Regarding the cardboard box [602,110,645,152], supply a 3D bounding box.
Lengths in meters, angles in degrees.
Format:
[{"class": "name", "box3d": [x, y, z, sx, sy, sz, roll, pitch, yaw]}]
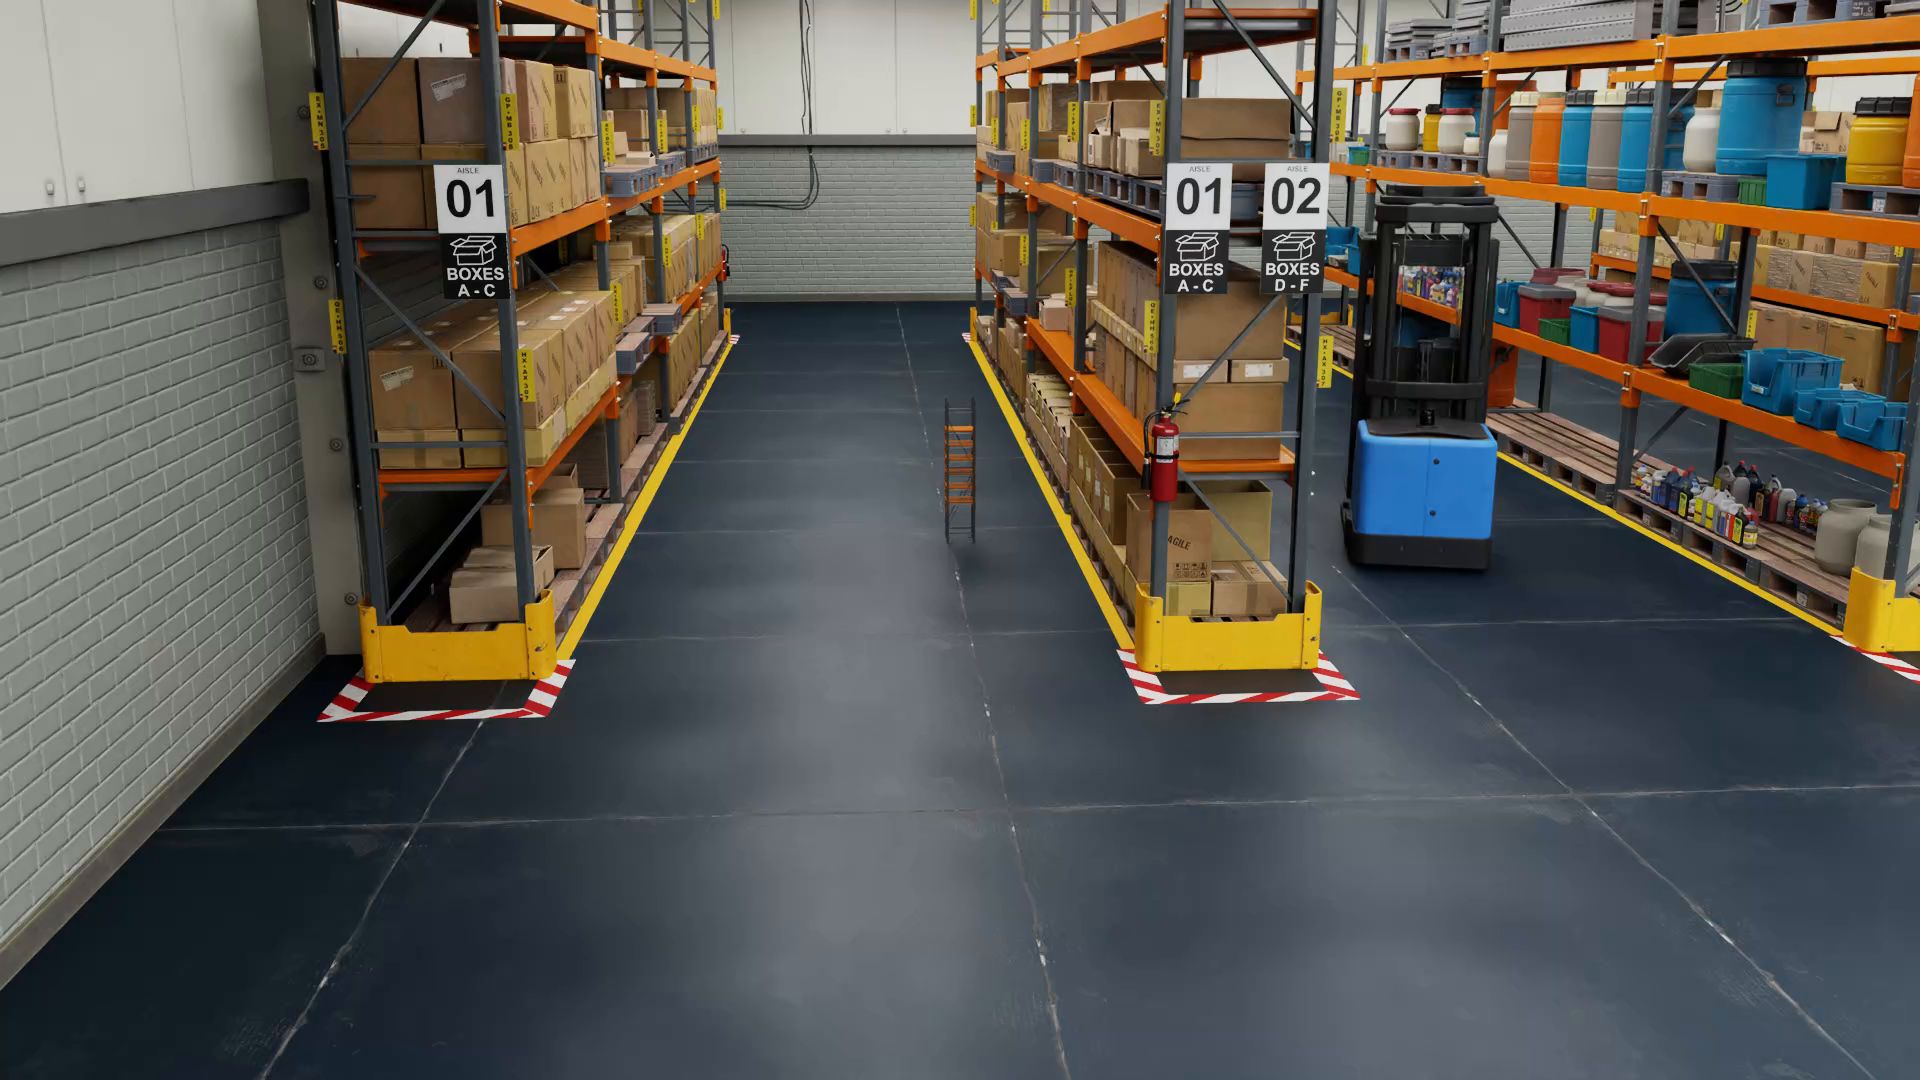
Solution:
[{"class": "cardboard box", "box3d": [-3.785, -4.402, 18.013, 0.700, 0.500, 0.500, -2, 15, -8]}]

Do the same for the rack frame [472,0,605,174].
[{"class": "rack frame", "box3d": [-3.450, -4.481, 13.383, 1.000, 3.000, 0.127, -1, 14, -3]}]

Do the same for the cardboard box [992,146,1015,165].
[{"class": "cardboard box", "box3d": [0.702, -5.140, 22.264, 0.500, 0.250, 0.500, -1, 14, -3]}]

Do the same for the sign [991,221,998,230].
[{"class": "sign", "box3d": [0.457, -4.052, 22.017, 0.100, 0.325, 0.005, -1, 14, -3]}]

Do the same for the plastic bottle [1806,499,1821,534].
[{"class": "plastic bottle", "box3d": [6.857, -0.192, 13.343, 0.097, 0.271, 0.097, 0, 14, 0]}]

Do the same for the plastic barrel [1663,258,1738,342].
[{"class": "plastic barrel", "box3d": [6.716, -2.072, 15.055, 0.600, 0.901, 0.708, -1, 14, -3]}]

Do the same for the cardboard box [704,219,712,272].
[{"class": "cardboard box", "box3d": [-4.058, -4.208, 23.760, 0.980, 0.700, 0.700, -2, 15, -6]}]

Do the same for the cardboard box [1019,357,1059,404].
[{"class": "cardboard box", "box3d": [0.953, -1.879, 19.445, 0.500, 0.500, 0.500, 0, 14, -1]}]

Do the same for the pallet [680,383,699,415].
[{"class": "pallet", "box3d": [-3.744, -1.720, 20.288, 1.003, 0.211, 1.213, -1, 14, -3]}]

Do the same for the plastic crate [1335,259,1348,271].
[{"class": "plastic crate", "box3d": [5.604, -3.888, 23.551, 0.437, 0.125, 0.590, -1, 14, -3]}]

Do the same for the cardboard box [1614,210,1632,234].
[{"class": "cardboard box", "box3d": [10.429, -4.976, 25.546, 0.500, 0.500, 0.500, -1, 14, -5]}]

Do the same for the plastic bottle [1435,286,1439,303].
[{"class": "plastic bottle", "box3d": [5.705, -2.929, 19.788, 0.097, 0.201, 0.097, 0, 14, 0]}]

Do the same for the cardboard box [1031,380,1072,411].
[{"class": "cardboard box", "box3d": [1.026, -1.526, 17.488, 0.500, 0.311, 0.500, -1, 14, -5]}]

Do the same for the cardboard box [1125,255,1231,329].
[{"class": "cardboard box", "box3d": [1.621, -1.845, 12.374, 0.700, 0.500, 0.500, -1, 14, -3]}]

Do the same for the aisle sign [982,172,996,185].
[{"class": "aisle sign", "box3d": [0.453, -5.909, 25.755, 0.394, 0.787, 0.004, -1, 14, -3]}]

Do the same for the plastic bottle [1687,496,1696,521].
[{"class": "plastic bottle", "box3d": [6.079, -0.262, 13.757, 0.097, 0.201, 0.097, 0, 14, 0]}]

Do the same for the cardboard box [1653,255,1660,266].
[{"class": "cardboard box", "box3d": [10.445, -4.127, 24.550, 0.380, 0.149, 0.250, -1, 14, -3]}]

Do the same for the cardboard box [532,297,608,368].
[{"class": "cardboard box", "box3d": [-3.076, -1.639, 13.133, 0.500, 0.500, 0.500, -1, 14, -4]}]

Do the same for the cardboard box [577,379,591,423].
[{"class": "cardboard box", "box3d": [-3.017, -1.026, 12.254, 0.500, 0.250, 0.500, -1, 14, -3]}]

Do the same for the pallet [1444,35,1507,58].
[{"class": "pallet", "box3d": [6.176, -5.524, 18.617, 1.213, 0.211, 1.003, -1, 14, -3]}]

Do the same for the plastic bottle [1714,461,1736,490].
[{"class": "plastic bottle", "box3d": [6.621, -0.501, 14.387, 0.144, 0.351, 0.185, -1, 14, -3]}]

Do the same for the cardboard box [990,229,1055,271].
[{"class": "cardboard box", "box3d": [0.804, -3.773, 21.628, 0.700, 0.500, 0.500, -6, 16, -22]}]

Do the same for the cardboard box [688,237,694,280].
[{"class": "cardboard box", "box3d": [-3.624, -3.530, 20.888, 0.500, 0.500, 0.500, -1, 14, -3]}]

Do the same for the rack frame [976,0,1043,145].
[{"class": "rack frame", "box3d": [0.750, -7.543, 25.283, 1.000, 3.000, 0.127, -1, 14, -3]}]

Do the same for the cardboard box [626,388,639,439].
[{"class": "cardboard box", "box3d": [-3.686, -1.265, 17.056, 0.700, 0.500, 0.500, -1, 14, -4]}]

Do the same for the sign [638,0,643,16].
[{"class": "sign", "box3d": [-4.748, -7.988, 24.819, 0.100, 0.325, 0.005, -1, 14, -3]}]

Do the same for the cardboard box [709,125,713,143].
[{"class": "cardboard box", "box3d": [-3.850, -5.885, 24.115, 0.500, 0.250, 0.500, -1, 14, -6]}]

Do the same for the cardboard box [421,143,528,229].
[{"class": "cardboard box", "box3d": [-2.974, -2.179, 10.214, 0.500, 0.500, 0.500, -1, 14, -2]}]

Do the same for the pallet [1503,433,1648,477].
[{"class": "pallet", "box3d": [6.272, -0.877, 17.012, 1.003, 0.211, 1.213, -1, 14, -3]}]

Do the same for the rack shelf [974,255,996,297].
[{"class": "rack shelf", "box3d": [0.874, -3.792, 24.187, 1.077, 0.370, 4.000, -1, 14, -3]}]

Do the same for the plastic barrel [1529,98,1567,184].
[{"class": "plastic barrel", "box3d": [6.065, -4.014, 16.725, 0.600, 0.830, 0.708, -1, 14, -3]}]

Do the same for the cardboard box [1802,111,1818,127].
[{"class": "cardboard box", "box3d": [10.931, -5.355, 21.757, 0.700, 0.500, 0.500, -1, 14, -2]}]

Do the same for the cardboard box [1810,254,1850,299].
[{"class": "cardboard box", "box3d": [10.795, -3.220, 20.323, 0.500, 0.500, 0.500, -1, 14, -5]}]

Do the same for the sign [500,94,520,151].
[{"class": "sign", "box3d": [-2.661, -2.465, 9.815, 0.100, 0.325, 0.005, -1, 14, -3]}]

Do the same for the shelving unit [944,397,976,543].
[{"class": "shelving unit", "box3d": [0.001, -0.577, 13.863, 0.258, 1.200, 0.189, -1, 14, -3]}]

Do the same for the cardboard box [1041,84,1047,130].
[{"class": "cardboard box", "box3d": [1.193, -4.869, 18.702, 0.500, 0.500, 0.500, -1, 14, -3]}]

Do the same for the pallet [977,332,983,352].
[{"class": "pallet", "box3d": [0.805, -3.070, 25.534, 1.003, 0.211, 1.213, -1, 14, -3]}]

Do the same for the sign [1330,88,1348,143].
[{"class": "sign", "box3d": [2.296, -2.580, 10.100, 0.100, 0.325, 0.005, -1, 14, -3]}]

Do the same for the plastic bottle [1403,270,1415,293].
[{"class": "plastic bottle", "box3d": [5.662, -3.249, 20.884, 0.152, 0.276, 0.135, -1, 14, -3]}]

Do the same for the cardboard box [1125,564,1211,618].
[{"class": "cardboard box", "box3d": [1.413, 0.341, 11.356, 0.500, 0.250, 0.500, -1, 14, -3]}]

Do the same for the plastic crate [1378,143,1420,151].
[{"class": "plastic crate", "box3d": [6.139, -5.421, 23.318, 0.497, 0.269, 0.590, -1, 14, -3]}]

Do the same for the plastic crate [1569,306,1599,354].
[{"class": "plastic crate", "box3d": [6.059, -1.991, 15.775, 0.392, 0.384, 0.575, -1, 14, -3]}]

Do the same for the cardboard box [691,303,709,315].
[{"class": "cardboard box", "box3d": [-3.762, -3.278, 23.618, 0.380, 0.149, 0.250, -1, 14, -5]}]

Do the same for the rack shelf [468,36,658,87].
[{"class": "rack shelf", "box3d": [-3.574, -4.436, 15.456, 1.077, 0.370, 4.000, -1, 14, -3]}]

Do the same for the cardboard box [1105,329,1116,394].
[{"class": "cardboard box", "box3d": [1.566, -1.460, 13.481, 0.700, 0.500, 0.500, -1, 14, -4]}]

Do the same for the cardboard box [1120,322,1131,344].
[{"class": "cardboard box", "box3d": [1.416, -1.561, 12.570, 0.380, 0.149, 0.250, -1, 14, -4]}]

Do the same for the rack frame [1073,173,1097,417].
[{"class": "rack frame", "box3d": [1.493, -1.653, 14.432, 1.000, 3.000, 0.127, -1, 14, -3]}]

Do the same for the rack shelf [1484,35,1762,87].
[{"class": "rack shelf", "box3d": [6.314, -4.589, 16.051, 1.077, 0.370, 4.000, -1, 14, -3]}]

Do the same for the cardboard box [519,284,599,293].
[{"class": "cardboard box", "box3d": [-3.448, -1.964, 14.558, 0.700, 0.500, 0.500, -1, 14, -3]}]

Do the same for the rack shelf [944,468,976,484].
[{"class": "rack shelf", "box3d": [0.001, -0.534, 13.874, 0.258, 0.103, 0.180, -1, 14, -3]}]

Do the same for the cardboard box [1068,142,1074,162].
[{"class": "cardboard box", "box3d": [1.380, -3.989, 16.950, 0.500, 0.250, 0.500, 0, 14, -2]}]

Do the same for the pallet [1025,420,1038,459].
[{"class": "pallet", "box3d": [1.258, -1.092, 17.848, 1.003, 0.211, 1.213, -1, 14, -3]}]

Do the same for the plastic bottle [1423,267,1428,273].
[{"class": "plastic bottle", "box3d": [6.166, -3.523, 22.096, 0.097, 0.201, 0.097, 0, 14, 0]}]

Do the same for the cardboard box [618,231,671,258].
[{"class": "cardboard box", "box3d": [-3.471, -3.260, 18.334, 0.500, 0.250, 0.500, -1, 14, -2]}]

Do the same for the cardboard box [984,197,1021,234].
[{"class": "cardboard box", "box3d": [0.613, -4.675, 23.969, 0.500, 0.500, 0.500, -1, 14, -4]}]

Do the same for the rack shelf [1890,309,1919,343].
[{"class": "rack shelf", "box3d": [11.257, -1.954, 17.045, 1.077, 0.370, 4.000, -1, 14, -3]}]

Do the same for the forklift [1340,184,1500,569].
[{"class": "forklift", "box3d": [3.870, -1.512, 14.022, 1.130, 2.935, 3.031, 3, 15, 10]}]
